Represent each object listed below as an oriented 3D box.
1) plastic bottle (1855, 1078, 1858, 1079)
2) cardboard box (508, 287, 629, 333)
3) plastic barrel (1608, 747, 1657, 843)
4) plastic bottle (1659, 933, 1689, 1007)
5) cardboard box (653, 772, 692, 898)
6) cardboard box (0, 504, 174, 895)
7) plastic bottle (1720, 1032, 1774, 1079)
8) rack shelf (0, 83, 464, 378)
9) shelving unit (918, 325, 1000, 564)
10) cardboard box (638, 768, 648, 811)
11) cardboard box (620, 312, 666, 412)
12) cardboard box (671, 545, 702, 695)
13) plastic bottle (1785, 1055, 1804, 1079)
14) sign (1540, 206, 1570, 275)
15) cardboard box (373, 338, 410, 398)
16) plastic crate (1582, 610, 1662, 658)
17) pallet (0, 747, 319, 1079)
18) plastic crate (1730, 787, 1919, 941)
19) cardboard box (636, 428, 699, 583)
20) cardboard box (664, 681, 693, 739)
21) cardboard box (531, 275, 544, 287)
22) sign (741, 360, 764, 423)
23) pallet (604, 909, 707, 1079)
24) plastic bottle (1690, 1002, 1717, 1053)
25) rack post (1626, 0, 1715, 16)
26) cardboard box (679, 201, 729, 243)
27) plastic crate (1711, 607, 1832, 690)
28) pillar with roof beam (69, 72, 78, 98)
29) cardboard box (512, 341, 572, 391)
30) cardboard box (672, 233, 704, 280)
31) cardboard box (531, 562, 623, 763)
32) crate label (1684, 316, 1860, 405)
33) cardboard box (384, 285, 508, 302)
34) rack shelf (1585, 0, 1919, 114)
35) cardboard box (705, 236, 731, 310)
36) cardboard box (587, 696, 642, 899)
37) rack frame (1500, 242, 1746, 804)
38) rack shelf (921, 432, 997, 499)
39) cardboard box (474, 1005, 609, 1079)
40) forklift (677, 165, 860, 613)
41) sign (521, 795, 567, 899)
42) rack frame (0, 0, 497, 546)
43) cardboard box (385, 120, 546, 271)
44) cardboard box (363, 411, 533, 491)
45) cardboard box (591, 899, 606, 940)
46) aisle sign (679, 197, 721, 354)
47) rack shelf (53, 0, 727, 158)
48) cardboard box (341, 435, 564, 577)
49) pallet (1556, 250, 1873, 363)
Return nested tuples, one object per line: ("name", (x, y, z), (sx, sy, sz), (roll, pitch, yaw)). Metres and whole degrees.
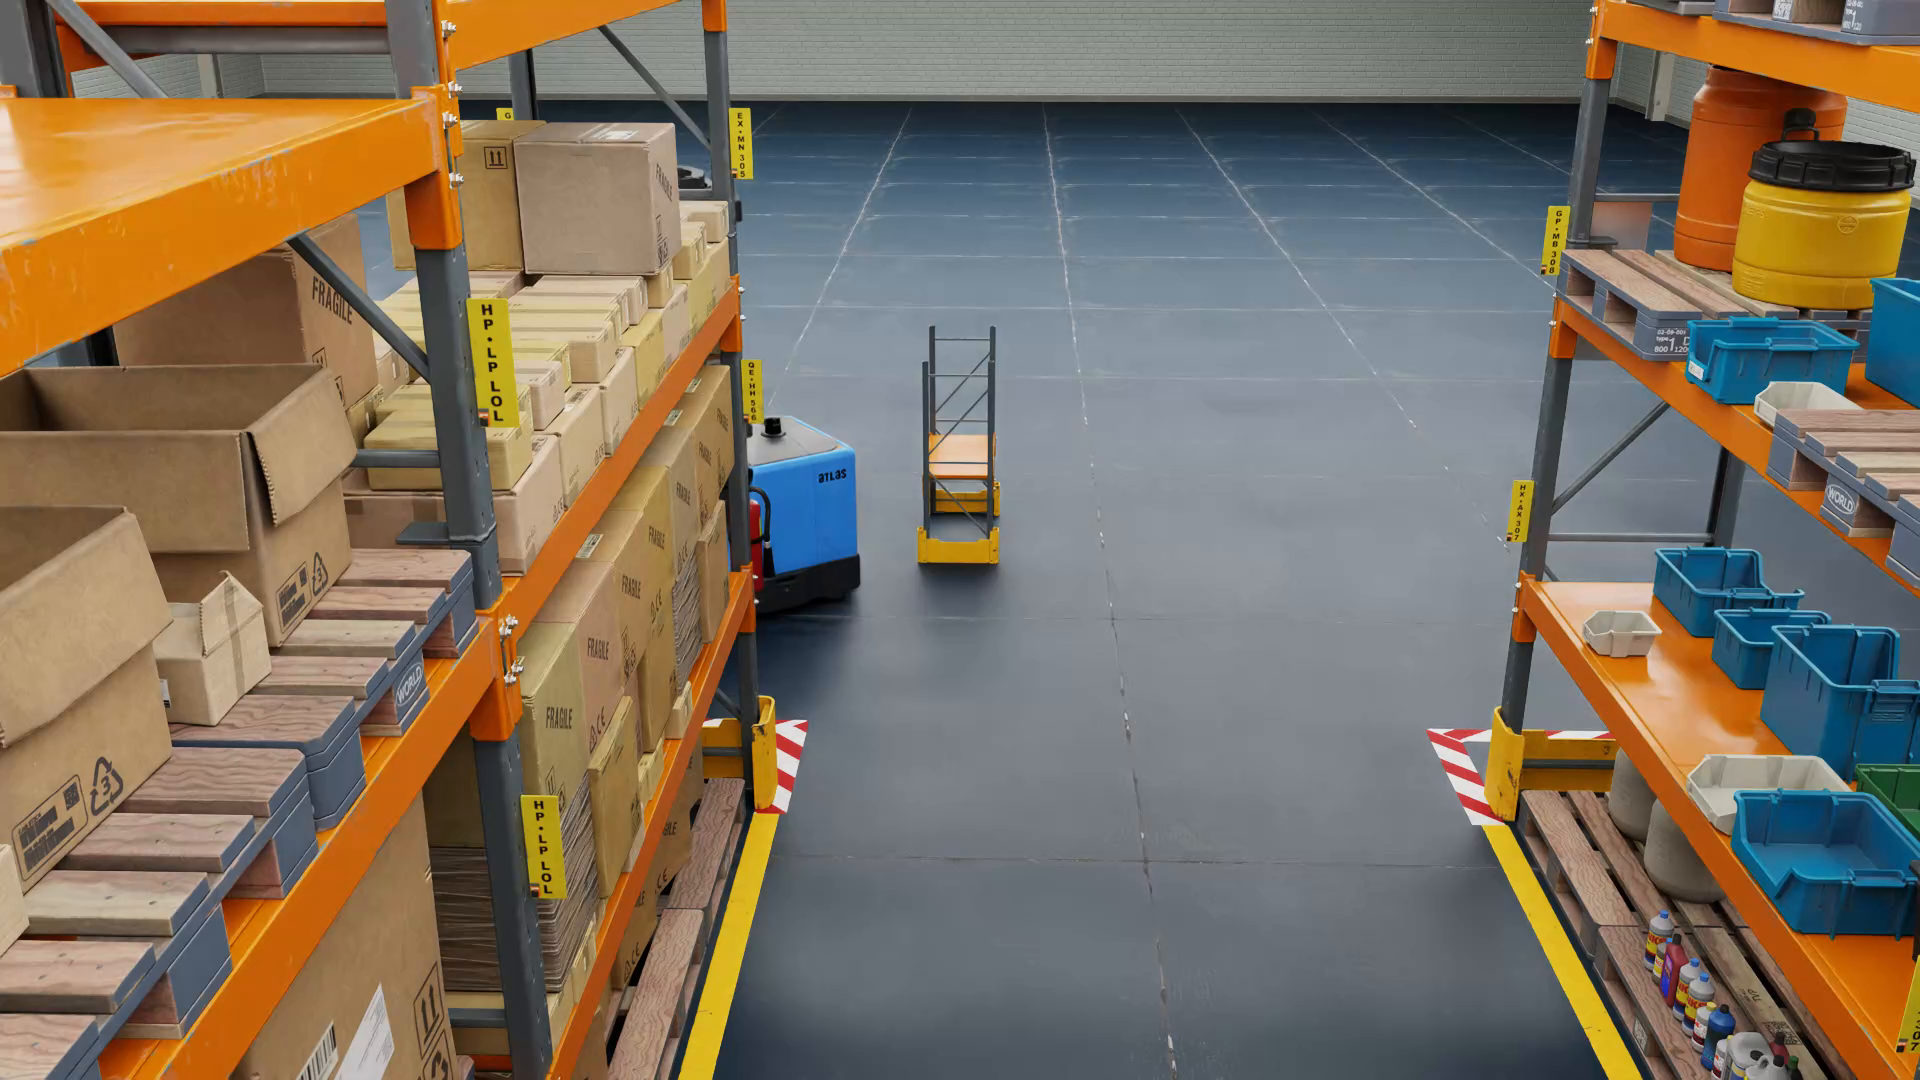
("plastic bottle", (3.557, 2.002, 6.380), (0.152, 0.276, 0.135), (1, 21, 2))
("cardboard box", (-1.409, -0.809, 5.977), (0.380, 0.149, 0.250), (1, 21, 3))
("plastic barrel", (3.426, 1.196, 8.159), (0.421, 0.512, 0.421), (0, 21, 0))
("plastic bottle", (2.977, 1.788, 6.921), (0.061, 0.283, 0.133), (1, 21, 3))
("cardboard box", (-1.601, 1.350, 7.778), (0.500, 0.500, 0.500), (6, 22, 16))
("cardboard box", (-1.844, 0.252, 2.863), (0.797, 0.503, 0.637), (1, 21, 4))
("plastic bottle", (3.004, 2.023, 6.326), (0.152, 0.276, 0.135), (1, 21, 3))
("rack shelf", (-1.764, -0.167, 2.067), (1.077, 0.370, 4.000), (1, 21, 2))
("shelving unit", (0.002, -0.727, 12.329), (0.587, 1.500, 1.083), (1, 21, 2))
("cardboard box", (-1.382, 0.975, 6.217), (0.380, 0.149, 0.250), (1, 21, 2))
("cardboard box", (-1.389, -0.665, 6.158), (0.500, 0.250, 0.500), (0, 21, 1))
("cardboard box", (-1.579, 0.314, 7.023), (0.875, 0.500, 0.500), (1, 21, 2))
("plastic bottle", (3.098, 2.070, 6.194), (0.061, 0.283, 0.133), (1, 21, 2))
("sign", (2.819, -1.417, 7.876), (0.100, 0.325, 0.005), (1, 21, 2))
("cardboard box", (-1.979, -0.538, 5.278), (0.380, 0.149, 0.250), (0, 21, 0))
("plastic crate", (3.020, 0.436, 7.624), (0.298, 0.136, 0.250), (1, 21, 2))
("pallet", (-1.857, 0.671, 2.766), (1.213, 0.211, 1.003), (1, 21, 2))
("plastic crate", (3.010, 1.105, 5.739), (0.499, 0.251, 0.616), (1, 21, 2))
("cardboard box", (-1.378, -0.150, 6.837), (0.500, 0.500, 0.500), (1, 21, 2))
("cardboard box", (-1.324, 0.704, 6.914), (0.380, 0.149, 0.250), (1, 21, 2))
("cardboard box", (-1.901, -1.108, 6.748), (0.380, 0.149, 0.250), (1, 21, 1))
("sign", (-1.027, -0.735, 8.240), (0.100, 0.325, 0.005), (1, 21, 2))
("pallet", (-1.684, 1.999, 7.085), (1.003, 0.211, 1.213), (1, 21, 2))
("plastic bottle", (2.986, 1.940, 6.642), (0.097, 0.201, 0.097), (0, 21, 0))
("rack post", (3.219, -2.299, 6.705), (0.937, 0.300, 0.954), (3, 21, 7))
("cardboard box", (-1.278, -1.472, 7.686), (0.380, 0.149, 0.250), (1, 21, 2))
("plastic crate", (3.628, 0.481, 7.348), (0.499, 0.251, 0.408), (1, 21, 2))
("pillar with roof beam", (-12.337, -11.409, 29.493), (9.100, 9.000, 0.400), (1, 21, 2))
("cardboard box", (-1.451, -0.528, 5.253), (0.380, 0.149, 0.250), (1, 21, 3))
("cardboard box", (-1.286, -1.188, 6.954), (0.380, 0.149, 0.250), (1, 21, 2))
("cardboard box", (-1.422, 0.392, 5.439), (0.500, 0.500, 0.500), (1, 21, 2))
("crate label", (2.982, -0.663, 6.150), (0.502, 0.251, 0.408), (1, 21, 2))
("cardboard box", (-1.851, -0.824, 6.014), (0.380, 0.149, 0.250), (0, 21, 0))
("rack shelf", (3.308, -1.559, 5.654), (1.077, 0.370, 4.000), (1, 21, 2))
("cardboard box", (-1.342, -1.213, 7.569), (0.500, 0.250, 0.500), (1, 21, 3))
("cardboard box", (-1.577, 0.857, 5.624), (0.875, 0.500, 0.500), (1, 21, 2))
("rack frame", (3.369, -0.007, 8.401), (1.000, 3.000, 0.127), (1, 21, 2))
("rack shelf", (0.003, -0.562, 12.402), (0.538, 0.185, 1.000), (1, 21, 2))
("cardboard box", (-1.641, 2.003, 6.096), (0.500, 0.500, 0.500), (8, 22, 19))
("forklift", (-2.200, -0.834, 10.626), (3.031, 2.935, 1.130), (-14, 25, -31))
("sign", (-1.148, 0.850, 4.592), (0.100, 0.325, 0.005), (1, 21, 2))
("rack frame", (-1.703, -1.412, 3.729), (1.000, 3.000, 0.127), (1, 21, 2))
("cardboard box", (-1.897, -1.345, 6.460), (0.500, 0.500, 0.500), (1, 21, 1))
("cardboard box", (-1.385, -0.244, 4.520), (0.380, 0.149, 0.250), (0, 21, 0))
("cardboard box", (-1.395, 1.246, 5.517), (0.380, 0.149, 0.250), (1, 21, 2))
("aisle sign", (-1.280, -1.293, 8.120), (0.394, 0.787, 0.004), (1, 21, 2))
("rack shelf", (-1.642, -1.798, 5.723), (1.077, 0.370, 4.000), (1, 21, 2))
("cardboard box", (-1.433, -0.104, 4.710), (0.500, 0.250, 0.500), (0, 21, 0))
("pallet", (3.246, -1.019, 7.124), (1.003, 0.211, 1.213), (1, 21, 2))
